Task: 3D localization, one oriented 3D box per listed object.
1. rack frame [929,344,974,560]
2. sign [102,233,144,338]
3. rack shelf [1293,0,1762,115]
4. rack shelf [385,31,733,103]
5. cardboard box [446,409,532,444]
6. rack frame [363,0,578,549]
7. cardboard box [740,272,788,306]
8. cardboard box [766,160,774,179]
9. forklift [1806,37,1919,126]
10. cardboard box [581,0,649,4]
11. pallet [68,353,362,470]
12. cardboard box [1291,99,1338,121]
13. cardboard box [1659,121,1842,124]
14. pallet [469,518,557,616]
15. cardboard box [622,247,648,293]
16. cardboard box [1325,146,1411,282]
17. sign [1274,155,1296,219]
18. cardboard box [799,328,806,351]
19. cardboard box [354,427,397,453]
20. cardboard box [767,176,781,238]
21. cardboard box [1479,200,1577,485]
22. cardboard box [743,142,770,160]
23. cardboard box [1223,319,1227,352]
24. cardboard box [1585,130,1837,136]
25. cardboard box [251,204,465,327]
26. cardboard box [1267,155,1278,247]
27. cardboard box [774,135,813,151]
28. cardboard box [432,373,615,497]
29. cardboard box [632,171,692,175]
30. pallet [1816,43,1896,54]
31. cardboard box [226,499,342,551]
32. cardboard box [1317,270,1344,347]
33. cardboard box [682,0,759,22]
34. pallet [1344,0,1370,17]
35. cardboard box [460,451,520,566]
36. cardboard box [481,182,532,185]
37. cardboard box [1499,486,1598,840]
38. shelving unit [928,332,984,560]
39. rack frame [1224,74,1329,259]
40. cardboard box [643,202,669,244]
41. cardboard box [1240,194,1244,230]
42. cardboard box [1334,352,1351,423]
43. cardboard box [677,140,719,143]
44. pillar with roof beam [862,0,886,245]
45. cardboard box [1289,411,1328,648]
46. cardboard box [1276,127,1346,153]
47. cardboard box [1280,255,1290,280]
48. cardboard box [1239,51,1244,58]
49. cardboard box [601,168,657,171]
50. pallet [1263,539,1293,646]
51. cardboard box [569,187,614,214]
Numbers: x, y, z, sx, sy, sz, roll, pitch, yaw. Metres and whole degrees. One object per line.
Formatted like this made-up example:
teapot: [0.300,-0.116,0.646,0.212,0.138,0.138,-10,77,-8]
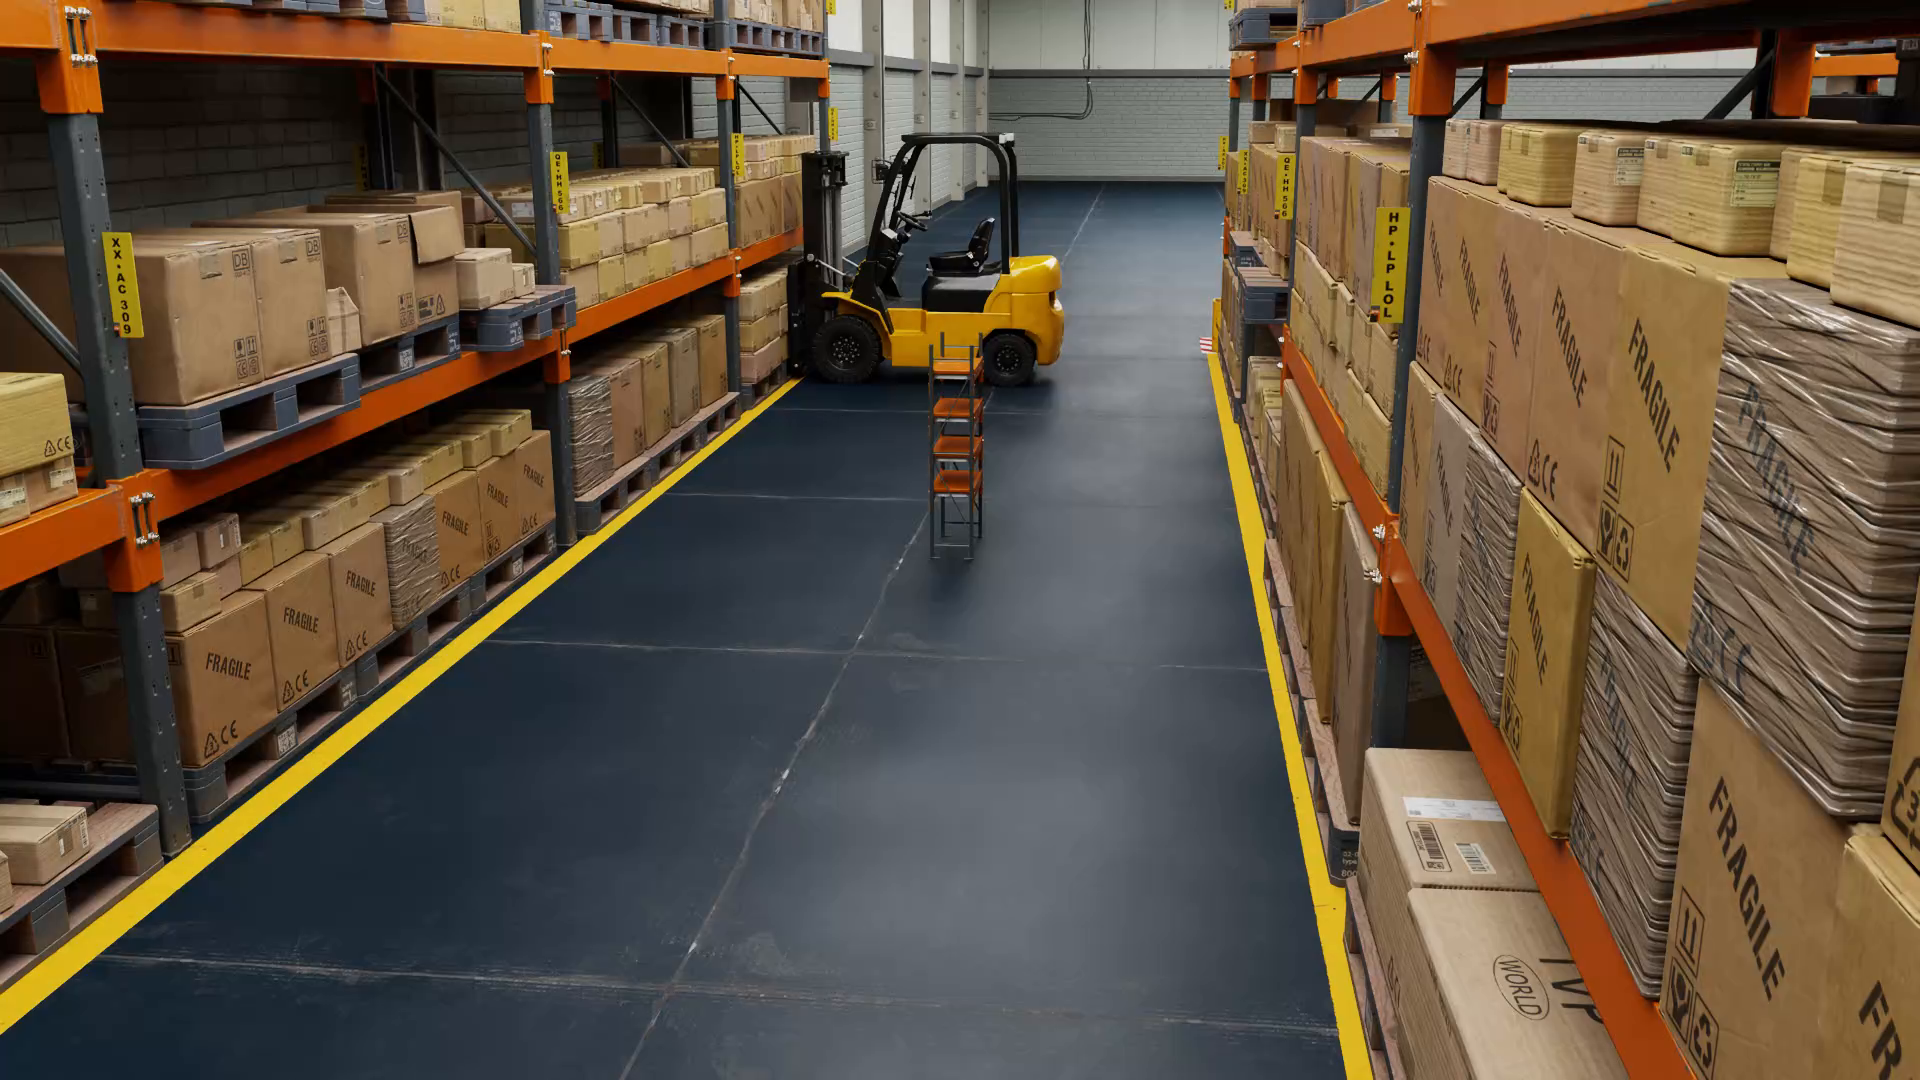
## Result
rack frame: [-0.046,-0.473,9.113,0.240,1.200,0.015,2,15,6]
sign: [-2.623,-0.797,5.204,0.100,0.325,0.005,2,15,6]
rack shelf: [1.995,-1.867,6.453,1.077,0.370,4.000,2,15,6]
rack shelf: [-2.486,-3.050,10.826,1.077,0.370,4.000,2,15,6]
cardboard box: [-2.515,-0.604,8.891,0.380,0.149,0.250,1,15,4]
rack frame: [-2.711,-1.430,9.206,1.000,3.000,0.127,2,15,6]
cardboard box: [-1.781,-2.204,14.614,0.500,0.250,0.500,2,15,8]
cardboard box: [-1.801,-3.170,14.203,0.380,0.149,0.250,2,15,6]
forklift: [4.905,-1.194,8.462,1.130,2.935,3.031,2,15,7]
cardboard box: [-2.273,-3.622,10.378,0.500,0.500,0.500,2,15,8]
pallet: [-2.964,-0.504,6.149,1.003,0.211,1.213,2,15,6]
cardboard box: [3.100,-3.366,13.687,0.700,0.500,0.500,1,15,5]
cardboard box: [1.913,-0.937,4.032,0.380,0.149,0.250,2,15,8]
pallet: [-2.833,0.108,8.858,1.003,0.211,1.213,2,15,6]
cardboard box: [-2.306,-1.730,10.601,0.500,0.250,0.500,1,15,4]
cardboard box: [1.742,-1.302,6.624,0.500,0.500,0.500,2,15,7]
sign: [1.681,-1.819,8.578,0.100,0.325,0.005,2,15,6]
cardboard box: [-1.715,-1.856,15.243,0.500,0.250,0.500,2,15,8]
cardboard box: [-3.085,-0.479,8.427,0.380,0.149,0.250,2,15,7]
cardboard box: [-1.852,-2.890,14.414,0.500,0.500,0.500,2,15,6]
cardboard box: [1.343,-0.399,3.284,0.500,0.500,0.500,2,15,7]
cardboard box: [-1.836,-3.316,14.173,0.380,0.149,0.250,1,15,5]
cardboard box: [2.693,-1.902,15.414,0.500,0.250,0.500,2,15,8]
cardboard box: [1.382,-0.685,3.099,0.380,0.149,0.250,2,15,6]
cardboard box: [-2.712,-1.254,7.552,0.797,0.503,0.637,1,15,5]
cardboard box: [2.044,-1.940,9.525,0.500,0.500,0.500,1,15,5]
cardboard box: [-1.637,-3.846,16.136,0.380,0.149,0.250,2,15,6]
cardboard box: [-2.627,-0.648,10.058,0.875,0.625,0.625,2,15,8]
cardboard box: [-2.169,-2.605,12.114,0.380,0.149,0.250,2,15,6]
pallet: [7.980,-4.453,14.807,1.003,0.211,1.213,2,15,6]
cardboard box: [-2.803,-0.064,6.892,0.380,0.149,0.250,2,15,6]
cardboard box: [1.720,-0.936,6.706,0.500,0.250,0.500,2,15,7]
cardboard box: [-1.924,-4.332,13.366,0.500,0.311,0.500,2,15,7]
pallet: [2.078,-2.183,6.605,1.003,0.211,1.213,2,15,9]
cardboard box: [-2.612,-0.181,8.569,0.500,0.500,0.500,1,15,5]
cardboard box: [-2.857,-2.217,10.681,0.380,0.149,0.250,1,15,5]
cardboard box: [1.275,0.211,2.945,0.500,0.500,0.500,2,15,8]
shelving unit: [-0.019,-0.536,9.347,0.258,1.200,0.503,2,15,6]
rack frame: [3.124,-3.360,16.342,1.000,3.000,0.127,2,15,6]
cardboard box: [-2.251,-2.106,11.032,0.500,0.250,0.500,2,15,7]
cardboard box: [2.527,-2.771,13.401,0.500,0.500,0.500,2,15,8]
cardboard box: [1.704,-0.562,6.279,0.500,0.250,0.500,1,15,5]
cardboard box: [-2.288,-3.461,14.709,0.380,0.149,0.250,2,15,8]
pillar with roof beam: [2.849,-9.233,26.567,9.100,9.000,0.400,2,15,6]
cardboard box: [1.956,-0.054,7.383,0.875,0.875,0.875,2,15,7]
cardboard box: [2.125,-2.426,10.077,0.380,0.149,0.250,1,15,4]
cardboard box: [1.983,-1.530,9.252,0.380,0.149,0.250,2,15,7]
cardboard box: [2.622,-4.275,14.461,0.380,0.149,0.250,2,15,7]
cardboard box: [-2.513,-2.744,12.631,0.380,0.149,0.250,1,15,5]
pallet: [2.057,0.263,8.285,1.003,0.211,1.213,2,15,6]
cardboard box: [-2.333,-2.071,10.139,0.380,0.149,0.250,2,15,7]
